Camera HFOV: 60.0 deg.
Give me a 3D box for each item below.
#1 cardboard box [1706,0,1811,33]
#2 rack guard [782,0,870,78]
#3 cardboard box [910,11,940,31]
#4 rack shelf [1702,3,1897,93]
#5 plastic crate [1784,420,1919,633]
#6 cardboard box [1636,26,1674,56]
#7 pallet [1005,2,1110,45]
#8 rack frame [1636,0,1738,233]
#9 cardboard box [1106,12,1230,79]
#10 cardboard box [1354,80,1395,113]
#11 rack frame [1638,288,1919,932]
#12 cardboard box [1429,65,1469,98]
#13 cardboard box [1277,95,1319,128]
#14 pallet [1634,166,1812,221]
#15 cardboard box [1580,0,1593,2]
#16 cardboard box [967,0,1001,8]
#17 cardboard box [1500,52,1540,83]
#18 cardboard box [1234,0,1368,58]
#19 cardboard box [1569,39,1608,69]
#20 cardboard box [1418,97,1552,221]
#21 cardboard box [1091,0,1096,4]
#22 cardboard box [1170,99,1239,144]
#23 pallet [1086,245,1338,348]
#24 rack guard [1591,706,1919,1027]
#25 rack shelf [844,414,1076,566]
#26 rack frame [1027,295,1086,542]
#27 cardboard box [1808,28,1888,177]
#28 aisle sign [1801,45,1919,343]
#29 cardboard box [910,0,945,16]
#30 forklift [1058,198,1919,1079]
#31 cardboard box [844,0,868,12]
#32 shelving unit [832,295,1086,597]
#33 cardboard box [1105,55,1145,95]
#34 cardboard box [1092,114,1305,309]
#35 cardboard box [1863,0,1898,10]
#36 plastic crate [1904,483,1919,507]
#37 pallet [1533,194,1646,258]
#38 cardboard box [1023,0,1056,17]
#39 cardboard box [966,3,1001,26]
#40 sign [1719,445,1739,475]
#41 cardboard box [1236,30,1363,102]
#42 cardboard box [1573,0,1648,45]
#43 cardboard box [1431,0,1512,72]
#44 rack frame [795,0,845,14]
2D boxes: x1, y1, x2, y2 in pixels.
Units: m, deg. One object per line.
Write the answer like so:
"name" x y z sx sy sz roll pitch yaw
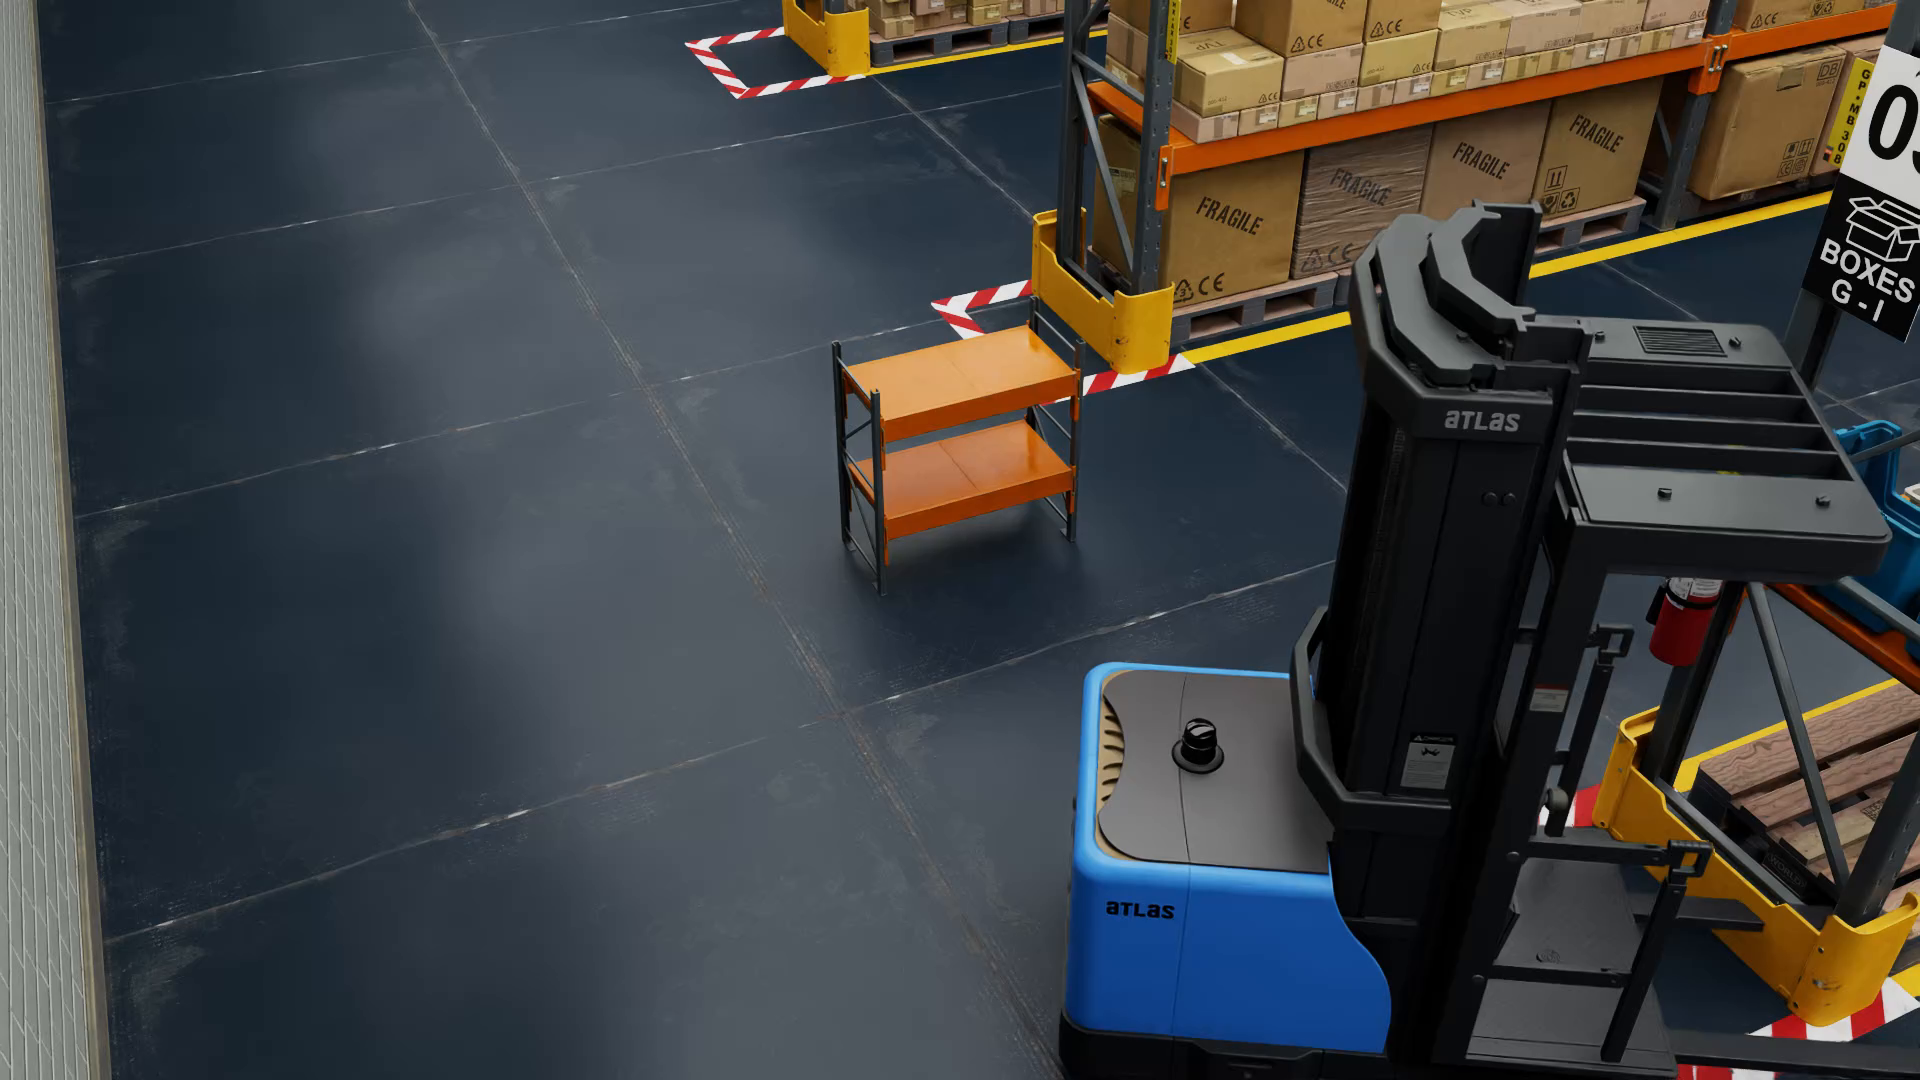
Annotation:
"cardboard box" 4.991 -3.536 10.416 0.500 0.500 0.500 -15 39 -20
"rack guard" -1.100 -4.218 13.517 0.348 0.500 1.175 -16 39 -20
"cardboard box" -0.356 -4.297 13.566 0.250 0.149 0.380 -16 39 -20
"rack shelf" 6.279 -3.732 11.368 4.000 0.370 1.077 -16 39 -20
"plastic crate" 3.176 -0.055 5.726 0.499 0.435 0.616 -16 39 -20
"cardboard box" 4.098 -3.094 10.115 0.250 0.149 0.380 -15 39 -19
"pallet" 0.754 -4.595 14.268 1.213 0.211 1.003 -16 39 -20
"rack frame" 4.469 -3.515 10.471 0.127 3.000 1.000 -16 39 -20
"cardboard box" 1.173 -2.827 9.420 0.500 0.250 0.500 -16 40 -21
"cardboard box" 2.238 -2.574 9.414 0.250 0.149 0.380 -16 40 -21
"rack frame" 2.952 0.169 5.504 0.127 3.000 1.000 -16 39 -20
"cardboard box" 2.701 -2.703 9.588 0.250 0.149 0.380 -17 40 -21
"cardboard box" 1.772 -2.444 9.238 0.250 0.149 0.380 -17 40 -21
"pallet" 5.135 -2.631 11.620 1.213 0.211 1.003 -16 39 -20
"cardboard box" 3.711 -3.490 9.684 0.500 0.500 0.500 -15 39 -19
"cardboard box" 0.149 -4.495 13.583 0.250 0.149 0.380 -14 39 -19
"cardboard box" 3.169 -2.834 9.764 0.250 0.149 0.380 -16 40 -21
"cardboard box" 1.849 -2.965 8.976 0.500 0.500 0.500 -17 40 -21
"cardboard box" 3.633 -2.965 9.940 0.250 0.149 0.380 -15 39 -19
"cardboard box" 3.022 -2.478 10.504 0.875 0.875 0.875 -16 39 -20
"cardboard box" 1.041 -4.664 14.061 0.250 0.149 0.380 -15 39 -19
"cardboard box" 1.309 -2.313 9.062 0.250 0.149 0.380 -15 39 -19
"pallet" 1.538 -1.627 10.266 1.213 0.211 1.003 -16 39 -20
"rack guard" 2.936 1.186 6.231 0.348 0.500 1.175 -16 39 -20
"rack shelf" -0.006 -0.254 8.058 1.000 0.278 0.538 -16 39 -20
"rack frame" 0.454 -0.579 8.086 0.032 1.125 0.500 -16 39 -20
"cardboard box" 5.848 -3.229 11.517 0.875 0.875 1.225 -17 40 -21
"aisle sign" 2.762 -1.015 4.918 0.004 0.787 0.394 -16 39 -20
"cardboard box" -0.313 -4.379 13.427 0.250 0.149 0.380 -16 39 -20
"forklift" 1.889 0.481 5.141 3.031 2.935 1.130 3 37 5
"cardboard box" -0.781 -4.472 13.802 0.250 0.149 0.380 -15 39 -19
"shelving unit" -0.006 -0.450 7.913 1.048 1.125 0.538 -16 39 -20
"cardboard box" 1.030 -2.669 9.541 0.250 0.149 0.380 -15 39 -19
"cardboard box" 1.393 -2.023 9.890 0.875 0.875 0.875 -16 39 -20
"cardboard box" 5.899 -3.791 10.759 0.500 0.500 0.500 -17 40 -21
"plastic crate" 3.613 -0.053 5.975 0.243 0.136 0.396 -16 39 -20
"pallet" 3.747 -2.244 11.099 1.213 0.211 1.003 -16 39 -20
"cardboard box" 0.597 -4.501 13.841 0.250 0.149 0.380 -18 40 -22
"cardboard box" 0.144 -4.369 13.663 0.250 0.149 0.380 -15 39 -19
"sign" 2.704 -0.189 5.850 0.005 0.325 0.100 -16 39 -20
"cardboard box" 1.865 -2.672 9.211 0.500 0.250 0.500 -16 39 -20
"cardboard box" 3.713 -3.188 9.907 0.500 0.250 0.500 -14 39 -19
"cardboard box" 2.791 -2.933 9.562 0.500 0.250 0.500 -16 40 -21
"rack frame" -1.168 -5.203 12.746 0.127 3.000 1.000 -16 39 -20
